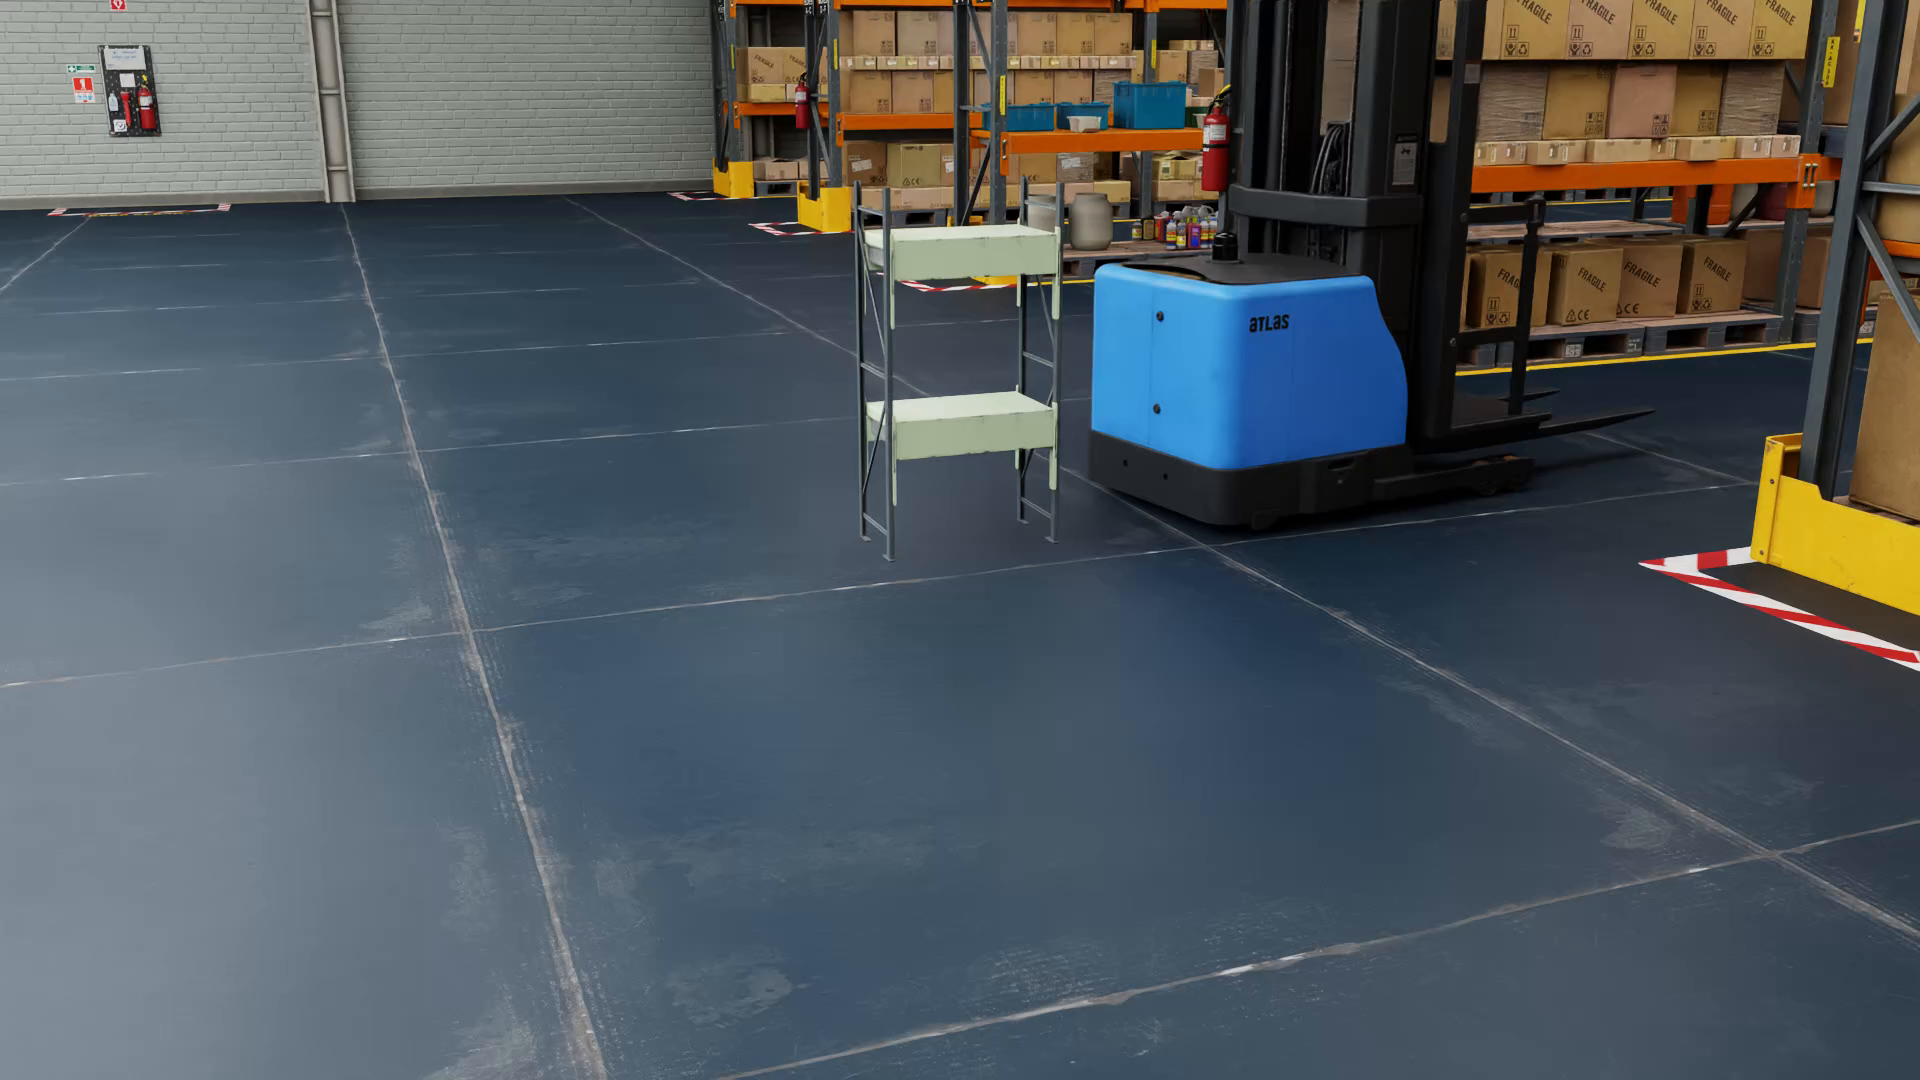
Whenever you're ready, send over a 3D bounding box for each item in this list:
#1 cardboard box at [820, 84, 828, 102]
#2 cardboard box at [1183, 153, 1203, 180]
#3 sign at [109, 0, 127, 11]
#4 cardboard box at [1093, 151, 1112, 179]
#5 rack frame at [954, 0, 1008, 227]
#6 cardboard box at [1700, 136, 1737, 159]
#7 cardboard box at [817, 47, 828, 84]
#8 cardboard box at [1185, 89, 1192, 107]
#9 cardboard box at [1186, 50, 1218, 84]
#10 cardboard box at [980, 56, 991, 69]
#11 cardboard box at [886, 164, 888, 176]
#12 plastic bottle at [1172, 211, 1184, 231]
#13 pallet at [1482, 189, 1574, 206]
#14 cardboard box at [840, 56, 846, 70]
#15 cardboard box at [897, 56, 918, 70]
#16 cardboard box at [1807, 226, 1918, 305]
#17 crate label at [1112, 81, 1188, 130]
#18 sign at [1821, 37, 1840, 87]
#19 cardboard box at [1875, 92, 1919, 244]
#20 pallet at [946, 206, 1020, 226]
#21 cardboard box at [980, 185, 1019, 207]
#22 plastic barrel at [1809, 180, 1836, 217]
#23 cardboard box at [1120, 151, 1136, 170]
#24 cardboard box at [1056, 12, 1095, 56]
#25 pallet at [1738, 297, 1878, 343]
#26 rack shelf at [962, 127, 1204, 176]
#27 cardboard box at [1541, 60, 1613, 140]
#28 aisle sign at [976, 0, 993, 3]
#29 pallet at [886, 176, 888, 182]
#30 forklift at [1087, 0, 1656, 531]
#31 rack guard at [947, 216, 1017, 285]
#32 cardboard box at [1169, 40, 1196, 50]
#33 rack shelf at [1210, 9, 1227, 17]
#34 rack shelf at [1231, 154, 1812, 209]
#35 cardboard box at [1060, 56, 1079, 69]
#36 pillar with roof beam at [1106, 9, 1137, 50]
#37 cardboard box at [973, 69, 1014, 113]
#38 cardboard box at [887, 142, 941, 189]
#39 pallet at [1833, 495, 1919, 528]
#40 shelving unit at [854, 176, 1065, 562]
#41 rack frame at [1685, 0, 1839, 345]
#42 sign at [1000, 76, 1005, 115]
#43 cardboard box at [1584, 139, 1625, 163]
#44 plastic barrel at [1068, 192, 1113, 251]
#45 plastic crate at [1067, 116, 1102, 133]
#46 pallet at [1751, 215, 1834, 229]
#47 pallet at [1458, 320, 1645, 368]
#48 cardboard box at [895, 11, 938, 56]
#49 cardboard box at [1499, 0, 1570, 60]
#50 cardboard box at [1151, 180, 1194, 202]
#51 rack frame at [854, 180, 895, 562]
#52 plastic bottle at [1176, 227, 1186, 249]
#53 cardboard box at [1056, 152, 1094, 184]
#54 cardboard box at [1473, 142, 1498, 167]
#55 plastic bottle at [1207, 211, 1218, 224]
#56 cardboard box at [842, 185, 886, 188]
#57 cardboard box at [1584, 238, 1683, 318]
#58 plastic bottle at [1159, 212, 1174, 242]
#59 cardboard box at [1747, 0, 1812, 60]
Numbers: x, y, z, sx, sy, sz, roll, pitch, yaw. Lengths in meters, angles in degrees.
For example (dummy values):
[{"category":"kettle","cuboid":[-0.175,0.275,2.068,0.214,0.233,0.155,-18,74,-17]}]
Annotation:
[{"category":"cardboard box","cuboid":[-1.842,-6.474,24.053,0.500,0.250,0.500,-6,18,-21]},{"category":"cardboard box","cuboid":[3.086,-4.742,21.062,0.500,0.311,0.500,-6,18,-21]},{"category":"sign","cuboid":[-10.992,-7.057,21.692,0.199,0.298,0.001,-6,17,-20]},{"category":"cardboard box","cuboid":[1.597,-4.843,21.071,0.500,0.500,0.500,-6,17,-20]},{"category":"rack frame","cuboid":[0.176,-3.859,14.914,0.127,3.000,1.000,-6,17,-20]},{"category":"cardboard box","cuboid":[5.096,-2.707,11.439,0.250,0.149,0.380,-6,17,-20]},{"category":"cardboard box","cuboid":[-1.866,-6.829,23.930,0.500,0.500,0.500,-7,18,-22]},{"category":"cardboard box","cuboid":[2.586,-5.555,20.956,0.500,0.250,0.500,-5,17,-17]},{"category":"cardboard box","cuboid":[3.666,-7.481,26.291,0.500,0.500,0.700,-8,18,-27]},{"category":"cardboard box","cuboid":[0.286,-5.659,19.717,0.250,0.149,0.380,-6,17,-20]},{"category":"cardboard box","cuboid":[-1.135,-5.556,24.972,0.250,0.149,0.380,-8,18,-25]},{"category":"plastic bottle","cuboid":[2.108,-3.096,16.369,0.135,0.276,0.152,-7,18,-22]},{"category":"pallet","cuboid":[7.725,-4.818,23.131,1.213,0.211,1.003,-6,17,-20]},{"category":"cardboard box","cuboid":[-1.305,-5.610,19.550,0.250,0.149,0.380,-6,18,-21]},{"category":"cardboard box","cuboid":[-0.671,-5.556,19.367,0.250,0.149,0.380,-6,17,-20]},{"category":"cardboard box","cuboid":[6.716,-2.070,12.479,0.500,0.500,0.700,-6,17,-20]},{"category":"crate label","cuboid":[1.798,-4.132,15.784,0.616,0.435,0.502,-6,17,-20]},{"category":"sign","cuboid":[5.884,-3.232,11.245,0.005,0.325,0.100,-6,17,-20]},{"category":"cardboard box","cuboid":[3.959,-1.362,6.145,0.550,0.550,0.875,-6,17,-20]},{"category":"pallet","cuboid":[0.243,-4.034,20.462,1.213,0.211,1.003,-6,17,-20]},{"category":"cardboard box","cuboid":[0.388,-4.191,20.180,0.500,0.250,0.500,-6,17,-20]},{"category":"plastic barrel","cuboid":[9.647,-3.921,18.797,0.421,0.512,0.421,0,16,0]},{"category":"cardboard box","cuboid":[2.471,-6.118,26.265,0.500,0.500,0.700,-6,17,-20]},{"category":"cardboard box","cuboid":[1.258,-6.138,20.197,0.500,0.500,0.700,-6,17,-20]},{"category":"pallet","cuboid":[6.410,-1.700,12.512,1.213,0.211,1.003,-6,17,-20]},{"category":"rack shelf","cuboid":[2.043,-3.715,15.702,4.000,0.370,1.077,-6,17,-20]},{"category":"cardboard box","cuboid":[3.849,-2.963,11.158,0.500,0.500,0.875,-6,17,-20]},{"category":"aisle sign","cuboid":[0.213,-5.022,14.261,0.004,0.787,0.394,-6,17,-20]},{"category":"pallet","cuboid":[-1.390,-5.329,24.872,1.213,0.211,1.003,-6,17,-20]},{"category":"forklift","cuboid":[2.131,-1.731,7.791,3.031,2.935,1.130,-9,19,-29]},{"category":"rack guard","cuboid":[0.230,-2.679,15.335,0.348,0.500,1.175,-6,17,-20]},{"category":"cardboard box","cuboid":[3.494,-7.763,26.101,0.250,0.149,0.380,-9,19,-29]},{"category":"rack shelf","cuboid":[5.969,-8.567,26.903,4.000,0.370,1.077,-6,17,-20]},{"category":"rack shelf","cuboid":[3.815,-2.412,11.265,4.000,0.370,1.077,-6,17,-20]},{"category":"cardboard box","cuboid":[1.244,-5.763,20.070,0.250,0.149,0.380,-6,17,-20]},{"category":"pillar with roof beam","cuboid":[4.118,-9.114,22.164,0.400,9.000,9.100,-6,17,-20]},{"category":"cardboard box","cuboid":[0.292,-5.411,20.022,0.500,0.500,0.700,-6,17,-18]},{"category":"cardboard box","cuboid":[-0.547,-4.451,19.734,0.500,0.500,0.500,-6,17,-20]},{"category":"pallet","cuboid":[4.347,-0.003,6.736,1.213,0.211,1.003,-6,17,-20]},{"category":"shelving unit","cuboid":[-0.006,-0.719,6.885,0.755,1.500,0.431,-6,17,-20]},{"category":"rack frame","cuboid":[5.683,-2.959,11.850,0.127,3.000,1.000,-6,17,-20]},{"category":"sign","cuboid":[0.368,-3.846,14.381,0.005,0.325,0.100,-6,17,-20]},{"category":"cardboard box","cuboid":[4.182,-2.592,11.046,0.250,0.149,0.380,-6,17,-20]},{"category":"plastic barrel","cuboid":[1.231,-3.003,15.672,0.421,0.512,0.421,0,16,0]},{"category":"plastic crate","cuboid":[1.126,-3.738,14.971,0.250,0.136,0.298,-6,17,-20]},{"category":"pallet","cuboid":[9.505,-3.540,18.777,1.213,0.211,1.003,-6,17,-20]},{"category":"pallet","cuboid":[3.928,-1.420,11.558,1.213,0.211,1.003,-6,17,-20]},{"category":"cardboard box","cuboid":[-0.614,-5.936,19.509,0.500,0.500,0.700,-7,18,-22]},{"category":"cardboard box","cuboid":[3.495,-3.309,10.563,0.500,0.500,0.500,-6,17,-20]},{"category":"cardboard box","cuboid":[2.607,-4.423,20.972,0.500,0.250,0.500,-7,18,-21]},{"category":"rack frame","cuboid":[-0.348,-0.682,6.759,0.023,1.500,0.400,-6,17,-20]},{"category":"plastic bottle","cuboid":[2.077,-2.838,15.626,0.097,0.201,0.097,0,16,0]},{"category":"cardboard box","cuboid":[1.316,-4.656,20.433,0.500,0.500,0.500,-6,17,-20]},{"category":"cardboard box","cuboid":[3.240,-2.496,10.721,0.250,0.149,0.380,-6,17,-20]},{"category":"plastic bottle","cuboid":[2.512,-3.096,16.369,0.135,0.276,0.152,-6,17,-20]},{"category":"cardboard box","cuboid":[-1.198,-4.176,20.131,0.500,0.250,0.500,-6,17,-20]},{"category":"cardboard box","cuboid":[4.763,-1.871,11.838,0.500,0.500,0.500,-1,16,-2]},{"category":"plastic bottle","cuboid":[2.018,-3.057,16.225,0.133,0.283,0.061,-6,17,-20]},{"category":"cardboard box","cuboid":[5.361,-3.511,11.252,0.500,0.500,0.500,-6,17,-20]}]
